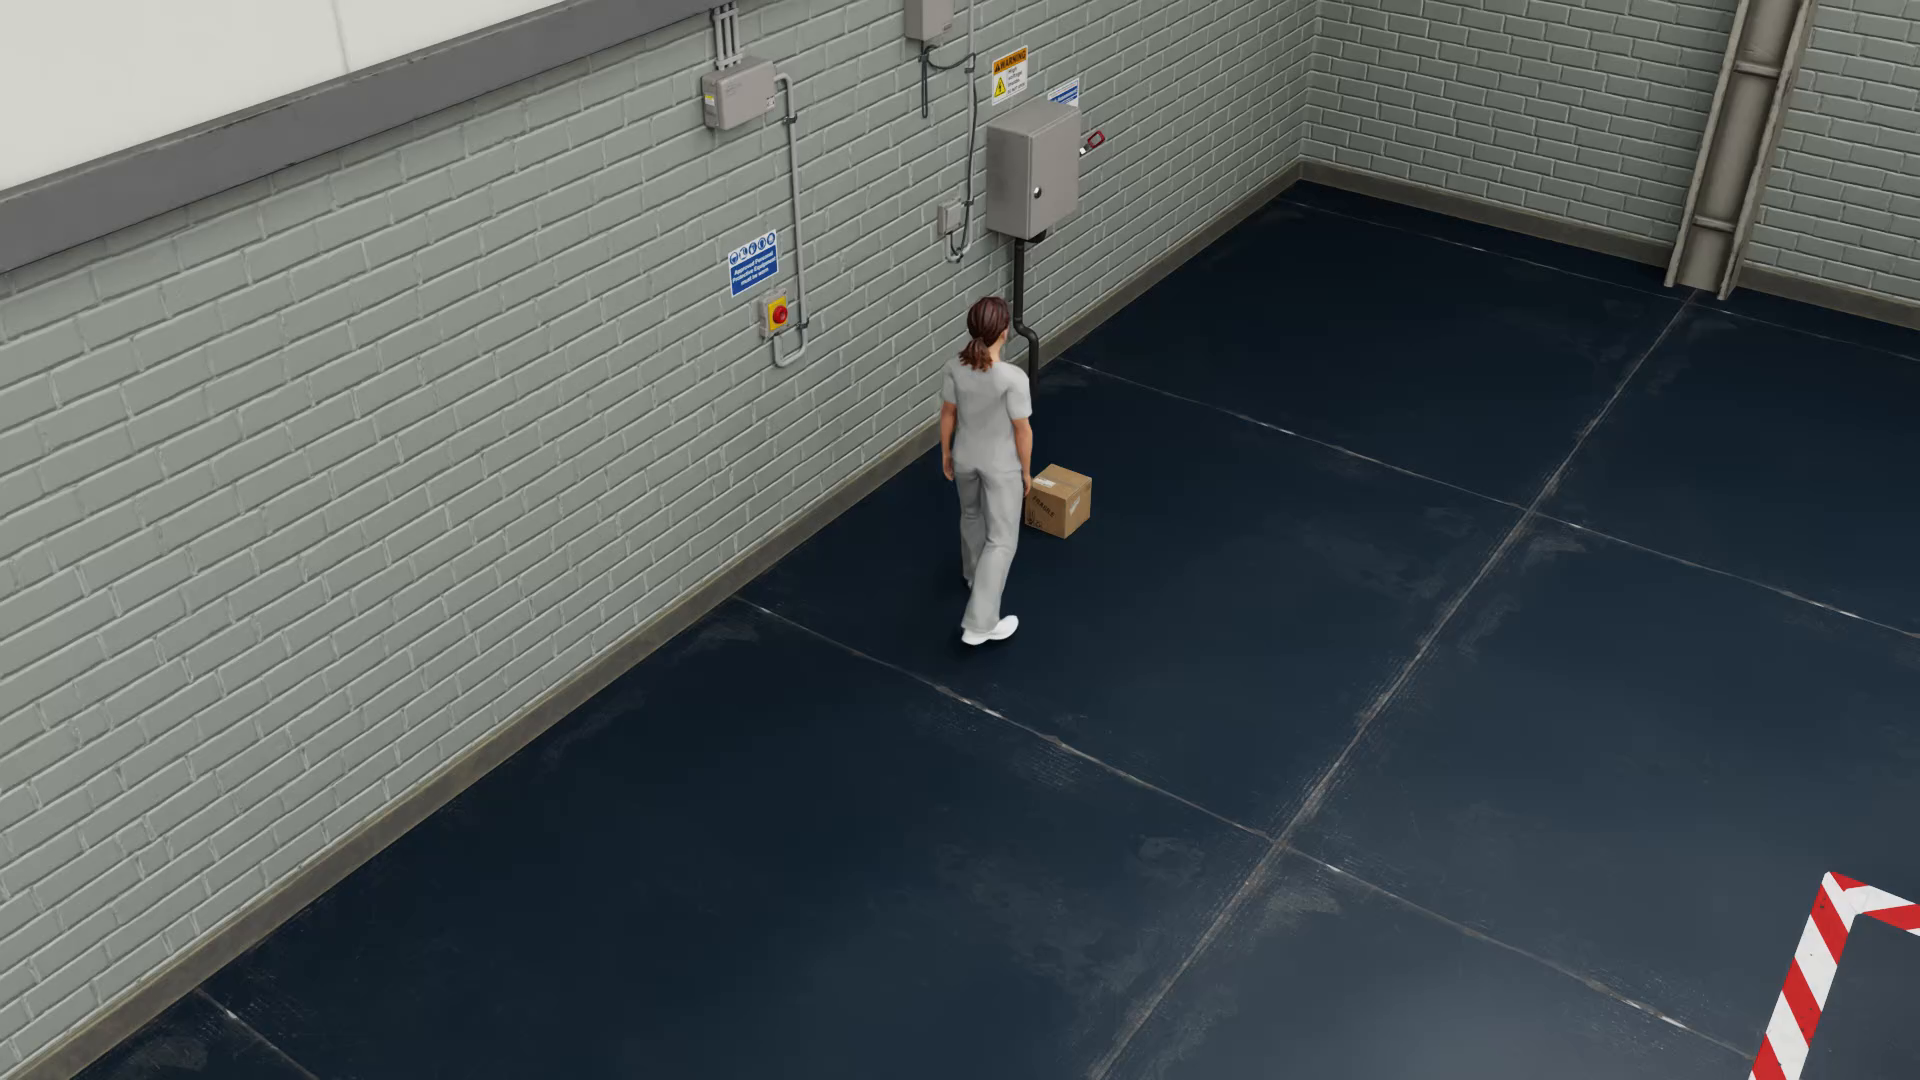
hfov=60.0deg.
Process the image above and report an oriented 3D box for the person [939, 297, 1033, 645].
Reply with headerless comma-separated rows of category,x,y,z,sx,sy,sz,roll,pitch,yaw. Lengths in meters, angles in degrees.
person,0.137,-0.356,7.659,0.470,1.664,0.759,18,39,24
